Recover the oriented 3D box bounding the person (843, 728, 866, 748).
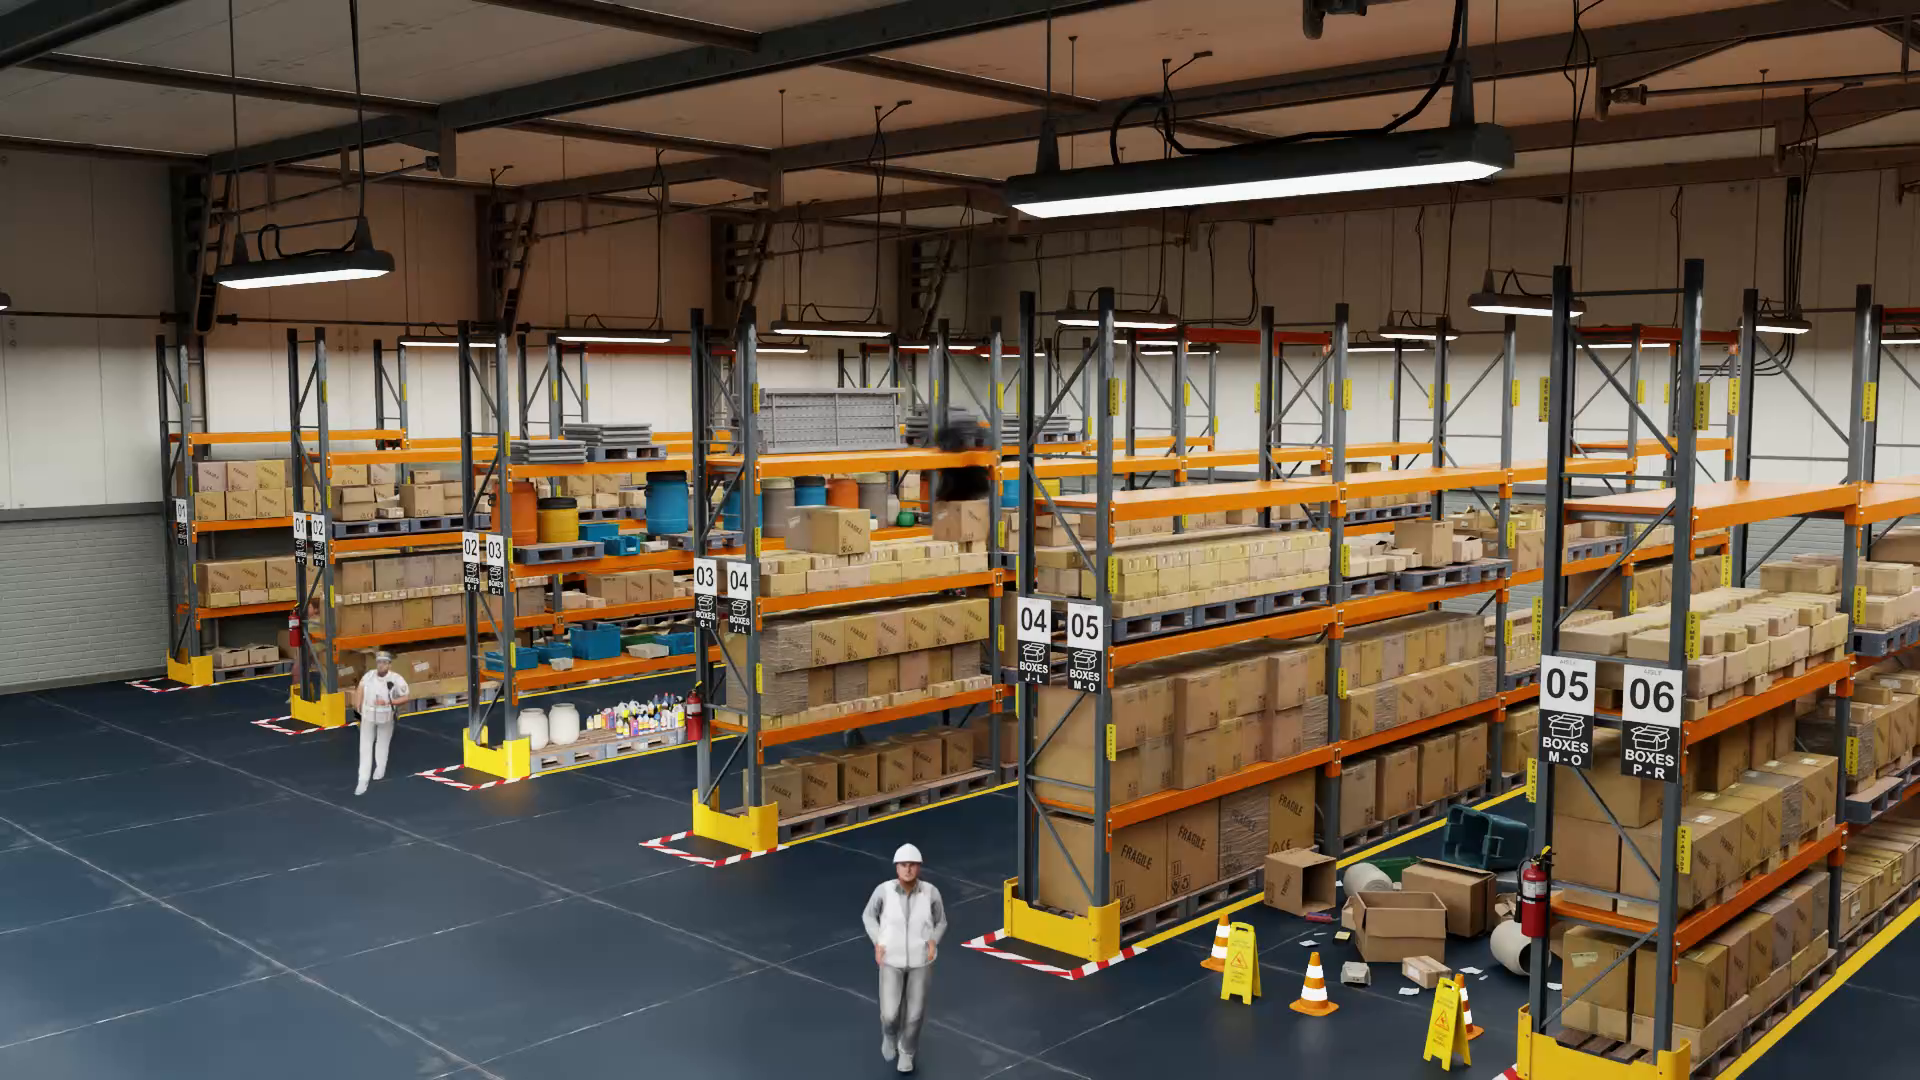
[{"bbox_3d":[-1.428,2.198,22.085,0.691,1.803,0.785,4,7,38],"label":"person"}]

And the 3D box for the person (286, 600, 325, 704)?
[{"bbox_3d":[-10.469,1.818,27.048,0.599,1.674,0.826,3,6,33],"label":"person"}]

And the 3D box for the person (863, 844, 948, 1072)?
[{"bbox_3d":[-0.401,3.135,12.397,0.637,1.727,0.567,0,5,-5],"label":"person"}]

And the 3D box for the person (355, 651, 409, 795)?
[{"bbox_3d":[-7.407,2.300,21.361,0.682,1.801,0.927,-1,5,-6],"label":"person"}]
